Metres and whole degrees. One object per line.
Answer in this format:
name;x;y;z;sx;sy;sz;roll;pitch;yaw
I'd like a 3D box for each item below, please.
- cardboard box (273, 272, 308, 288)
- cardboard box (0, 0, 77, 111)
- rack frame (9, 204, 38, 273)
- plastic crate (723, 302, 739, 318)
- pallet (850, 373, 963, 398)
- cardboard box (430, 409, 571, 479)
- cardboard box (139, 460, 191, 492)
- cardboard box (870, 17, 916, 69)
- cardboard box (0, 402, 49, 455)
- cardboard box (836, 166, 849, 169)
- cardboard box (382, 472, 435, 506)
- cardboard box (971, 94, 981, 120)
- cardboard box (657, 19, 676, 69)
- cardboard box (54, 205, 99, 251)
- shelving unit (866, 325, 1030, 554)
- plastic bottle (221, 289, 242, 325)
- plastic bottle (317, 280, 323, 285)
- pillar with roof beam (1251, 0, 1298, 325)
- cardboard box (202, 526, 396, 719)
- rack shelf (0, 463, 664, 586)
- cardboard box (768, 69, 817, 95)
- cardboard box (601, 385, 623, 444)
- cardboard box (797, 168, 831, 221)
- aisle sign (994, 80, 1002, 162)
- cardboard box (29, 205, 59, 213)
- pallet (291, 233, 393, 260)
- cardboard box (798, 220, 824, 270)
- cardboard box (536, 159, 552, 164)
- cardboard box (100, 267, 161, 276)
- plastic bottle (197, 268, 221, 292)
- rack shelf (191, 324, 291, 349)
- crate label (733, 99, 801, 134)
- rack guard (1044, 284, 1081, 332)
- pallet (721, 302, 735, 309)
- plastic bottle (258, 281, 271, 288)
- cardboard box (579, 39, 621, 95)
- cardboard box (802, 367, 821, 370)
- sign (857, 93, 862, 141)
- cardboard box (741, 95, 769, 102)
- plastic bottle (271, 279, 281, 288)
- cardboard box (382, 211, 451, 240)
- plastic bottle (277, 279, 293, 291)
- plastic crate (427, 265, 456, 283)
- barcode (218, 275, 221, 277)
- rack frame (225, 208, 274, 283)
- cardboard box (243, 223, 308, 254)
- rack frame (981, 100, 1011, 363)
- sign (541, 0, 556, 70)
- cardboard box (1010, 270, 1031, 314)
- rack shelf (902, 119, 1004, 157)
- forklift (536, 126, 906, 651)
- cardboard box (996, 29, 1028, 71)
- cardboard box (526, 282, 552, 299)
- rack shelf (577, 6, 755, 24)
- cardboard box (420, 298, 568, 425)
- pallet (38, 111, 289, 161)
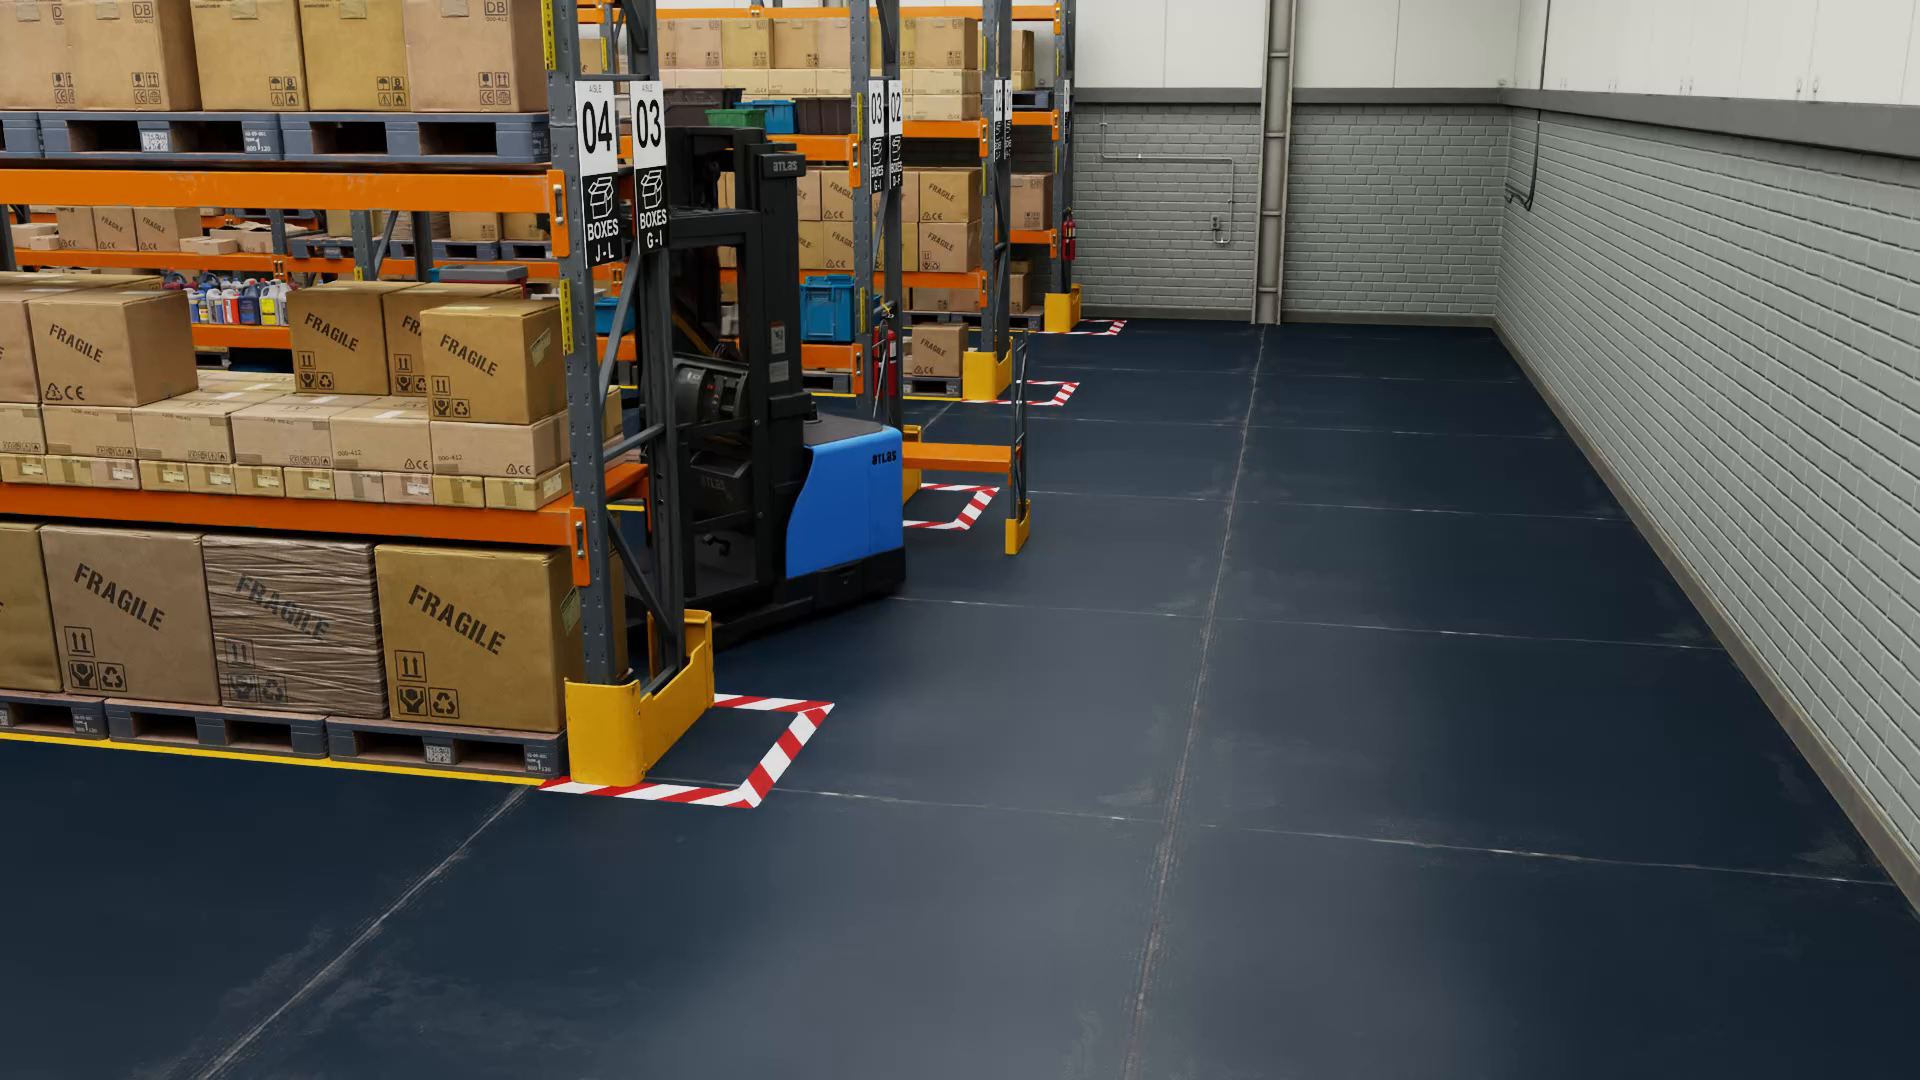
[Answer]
cardboard box;-9.674;-3.944;24.469;0.500;0.500;0.700;4;16;13
cardboard box;-4.216;-2.347;8.066;0.500;0.500;0.700;4;16;14
rack frame;-11.382;-3.675;19.641;0.127;3.000;1.000;3;16;11
plastic crate;-1.753;-1.817;13.315;0.298;0.136;0.250;3;16;11
pallet;-0.479;-1.739;17.876;1.213;0.211;1.003;3;16;11
cardboard box;-2.129;-0.473;7.805;0.500;0.250;0.500;3;16;10
cardboard box;-3.769;-0.352;8.115;0.250;0.149;0.380;3;16;9
cardboard box;-0.603;-5.084;17.048;0.500;0.500;0.700;3;16;11
cardboard box;-4.626;-0.608;8.292;0.500;0.250;0.500;3;16;11
cardboard box;-1.008;-3.713;17.718;0.500;0.500;0.500;3;16;12
cardboard box;-2.517;-0.284;7.871;0.250;0.149;0.380;3;16;11
cardboard box;-0.076;-4.504;17.295;0.500;0.250;0.500;3;16;11
cardboard box;-3.059;-5.209;17.500;0.500;0.500;0.700;3;16;11
cardboard box;-10.117;-3.650;19.364;0.500;0.500;0.500;4;16;15
shelving unit;-0.075;-0.727;11.806;1.083;1.500;0.587;3;16;11
plastic bottle;-5.836;-1.877;13.381;0.135;0.276;0.152;3;16;11
plastic bottle;-5.378;-2.049;14.012;0.097;0.271;0.097;0;15;0
pillar with roof beam;3.321;-6.181;17.447;0.400;9.000;9.100;3;16;11
cardboard box;-3.136;0.314;8.432;0.875;0.875;0.875;3;16;11
rack shelf;-3.561;-0.205;8.462;4.000;0.370;1.077;3;16;11
cardboard box;-1.648;-4.691;17.032;0.500;0.250;0.500;3;16;11
cardboard box;-2.017;-0.613;8.309;0.500;0.250;0.500;3;16;10
cardboard box;-1.622;-3.599;17.305;0.500;0.500;0.500;4;16;13
aisle sign;0.383;-4.206;16.687;0.004;0.787;0.394;3;16;11
cardboard box;-13.392;-4.989;24.626;0.500;0.250;0.500;3;16;9
pallet;-6.784;-3.352;18.835;1.003;0.211;1.213;3;16;11
cardboard box;-1.607;-3.119;17.446;0.500;0.500;0.500;3;16;10
cardboard box;-5.559;-5.201;22.963;0.500;0.250;0.500;3;16;10
cardboard box;-12.391;-4.049;24.848;0.500;0.500;0.700;2;16;8
plastic bottle;-6.392;-2.136;14.177;0.185;0.351;0.144;3;16;11
rack shelf;-6.493;-1.714;13.908;4.000;0.370;1.077;3;16;11
crate label;-1.454;-3.249;12.761;0.502;0.251;0.408;3;16;11
rack guard;1.384;-3.127;22.344;0.348;0.500;1.175;3;16;11
pallet;-3.331;-3.223;23.233;1.213;0.211;1.003;3;16;11
plastic bottle;-5.849;-2.028;13.927;0.135;0.276;0.152;3;16;11
cardboard box;-4.022;-5.040;17.788;0.600;0.600;0.600;2;16;6
cardboard box;-1.701;-2.160;18.023;0.637;0.503;0.797;3;16;11
sign;-0.708;-2.992;11.750;0.005;0.325;0.100;3;16;11
cardboard box;-2.137;-4.478;17.200;0.500;0.250;0.500;3;16;11
plastic bottle;-5.819;-2.068;14.071;0.135;0.276;0.152;3;16;11
cardboard box;-5.965;-3.610;18.433;0.500;0.500;0.700;6;17;22
plastic bottle;-5.471;-1.931;13.438;0.185;0.351;0.144;3;16;11
plastic crate;-4.008;-2.040;13.654;0.575;0.384;0.392;3;16;11
barcode;-11.172;-3.967;25.079;0.075;0.075;0.001;3;16;11
rack frame;-10.399;-4.971;24.320;0.127;3.000;1.000;3;16;11
cardboard box;-7.810;-3.450;18.996;0.500;0.311;0.500;4;16;15
rack frame;0.377;-3.037;17.336;0.127;3.000;1.000;3;16;11
sign;-1.723;-2.139;6.964;0.005;0.325;0.100;3;16;11
cardboard box;0.655;-3.342;22.333;0.500;0.500;0.700;3;16;11
rack shelf;-1.583;-4.242;17.416;4.000;0.370;1.077;3;16;11
forklift;-1.719;-0.883;9.690;1.130;2.935;3.031;14;21;41
cardboard box;0.589;-6.286;21.348;0.500;0.500;0.500;3;16;11
cardboard box;-4.948;-2.761;18.795;0.500;0.250;0.500;3;16;11
rack shelf;-4.519;-7.004;22.516;4.000;0.370;1.077;3;16;11
cardboard box;-2.131;-0.835;7.707;0.500;0.500;0.500;3;16;12
pallet;-3.529;-1.950;7.958;1.213;0.211;1.003;3;16;11
